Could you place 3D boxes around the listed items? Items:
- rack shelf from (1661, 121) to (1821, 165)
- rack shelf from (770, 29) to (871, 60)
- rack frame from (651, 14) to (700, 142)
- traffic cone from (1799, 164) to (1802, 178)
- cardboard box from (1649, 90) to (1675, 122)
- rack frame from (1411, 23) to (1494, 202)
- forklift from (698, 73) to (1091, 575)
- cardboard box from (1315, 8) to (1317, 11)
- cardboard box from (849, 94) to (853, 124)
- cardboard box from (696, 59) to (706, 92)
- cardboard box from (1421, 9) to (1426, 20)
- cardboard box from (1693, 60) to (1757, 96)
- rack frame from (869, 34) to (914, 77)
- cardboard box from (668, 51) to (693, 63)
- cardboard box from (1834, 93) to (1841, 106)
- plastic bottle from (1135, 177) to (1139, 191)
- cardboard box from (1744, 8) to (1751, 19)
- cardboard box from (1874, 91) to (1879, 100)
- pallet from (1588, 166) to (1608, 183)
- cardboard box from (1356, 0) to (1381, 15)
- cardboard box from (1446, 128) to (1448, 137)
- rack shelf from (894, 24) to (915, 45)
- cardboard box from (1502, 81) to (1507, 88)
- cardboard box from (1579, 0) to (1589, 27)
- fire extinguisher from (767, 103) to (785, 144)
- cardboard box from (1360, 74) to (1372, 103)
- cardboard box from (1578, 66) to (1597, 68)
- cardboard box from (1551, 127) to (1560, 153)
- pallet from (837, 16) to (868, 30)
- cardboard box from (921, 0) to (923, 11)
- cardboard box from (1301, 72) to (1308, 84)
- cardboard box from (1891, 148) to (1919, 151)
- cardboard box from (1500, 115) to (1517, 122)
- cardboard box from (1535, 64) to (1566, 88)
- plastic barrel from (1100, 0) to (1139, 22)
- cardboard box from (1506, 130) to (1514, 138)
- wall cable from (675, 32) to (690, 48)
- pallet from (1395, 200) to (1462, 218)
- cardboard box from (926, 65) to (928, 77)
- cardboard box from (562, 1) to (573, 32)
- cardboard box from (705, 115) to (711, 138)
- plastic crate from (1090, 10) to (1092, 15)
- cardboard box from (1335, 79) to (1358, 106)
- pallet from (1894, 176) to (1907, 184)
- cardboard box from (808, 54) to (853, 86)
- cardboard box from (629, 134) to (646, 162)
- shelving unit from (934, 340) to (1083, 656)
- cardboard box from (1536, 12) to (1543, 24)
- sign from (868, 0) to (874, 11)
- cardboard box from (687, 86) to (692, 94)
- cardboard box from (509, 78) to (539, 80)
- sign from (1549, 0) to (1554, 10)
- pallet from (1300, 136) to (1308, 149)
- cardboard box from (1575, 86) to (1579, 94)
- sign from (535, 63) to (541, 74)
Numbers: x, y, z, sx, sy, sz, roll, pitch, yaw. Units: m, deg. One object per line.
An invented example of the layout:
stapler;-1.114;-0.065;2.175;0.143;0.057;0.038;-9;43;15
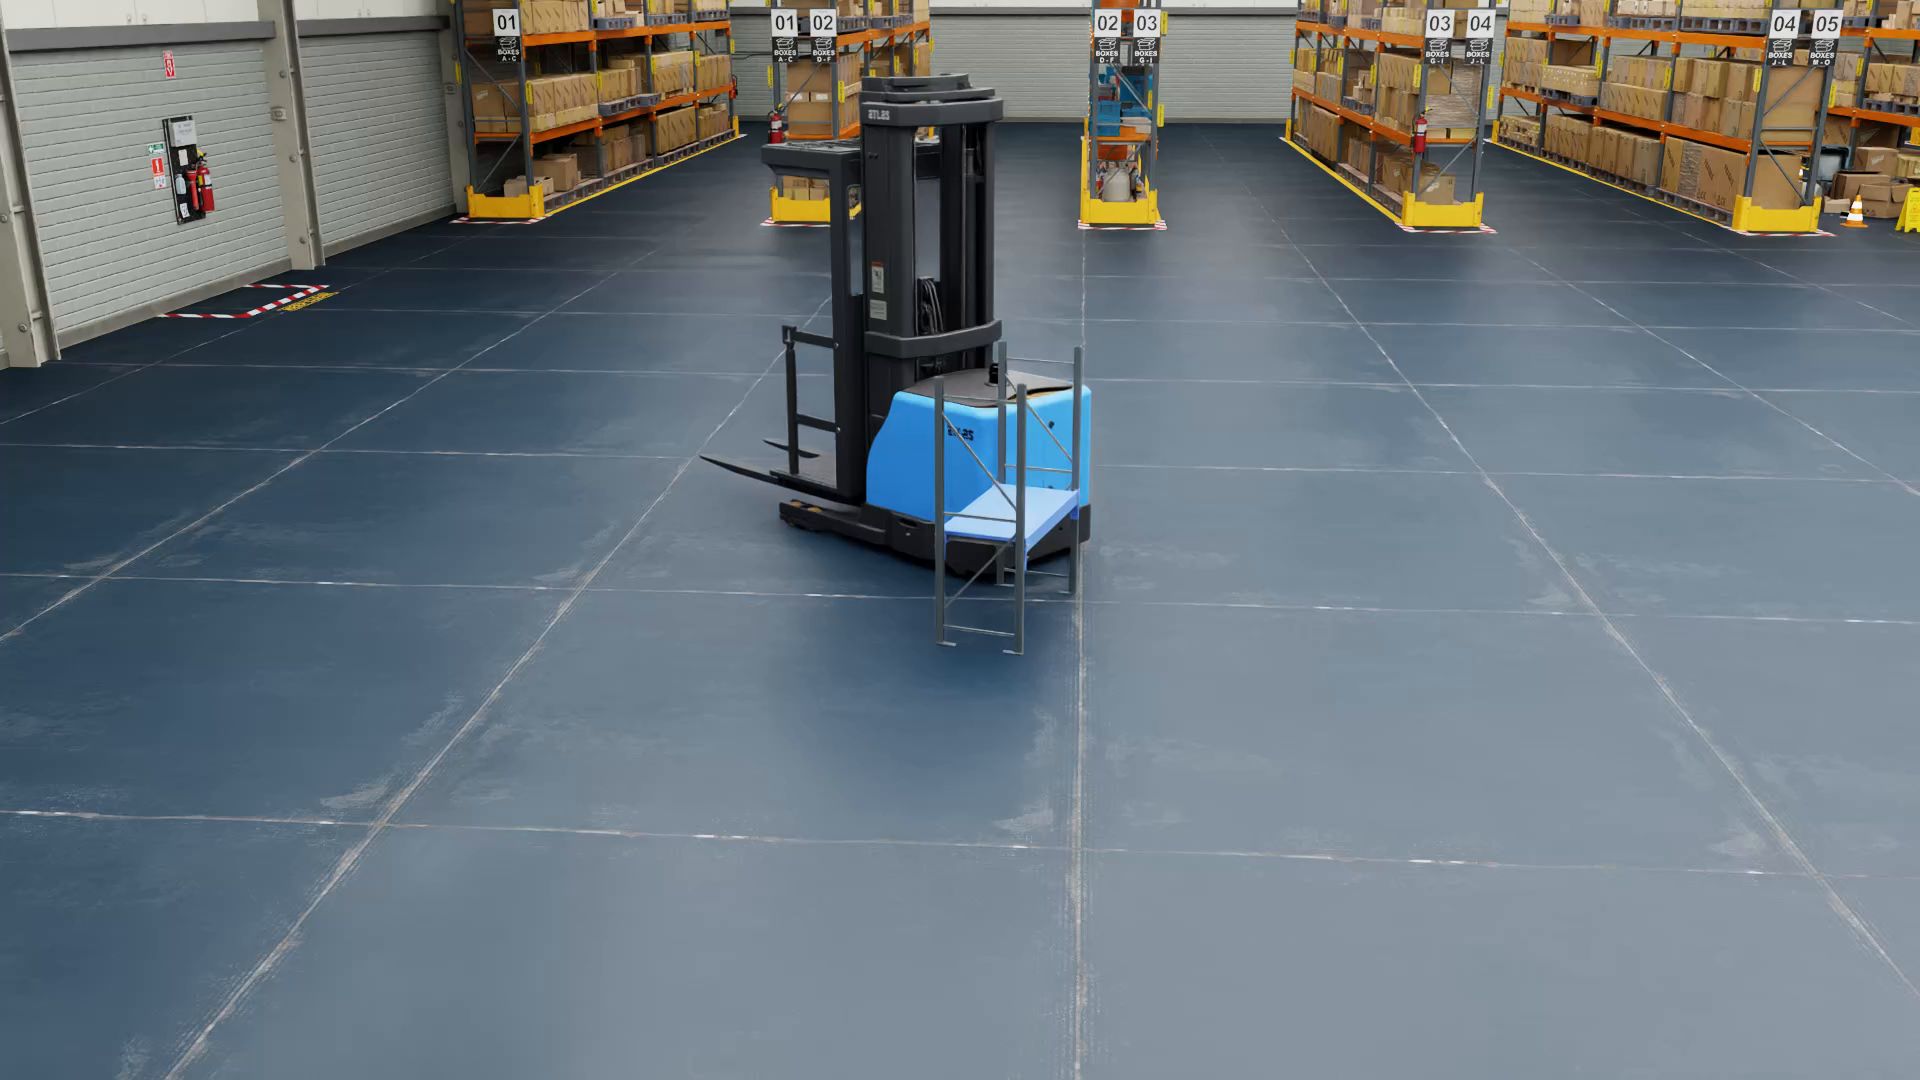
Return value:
rack shelf;12.565;-6.449;26.941;1.077;0.370;4.000;1;18;4
rack shelf;-2.256;-8.238;27.586;1.077;0.370;4.000;1;18;4
rack frame;-6.480;-10.370;37.754;1.000;3.000;0.127;1;18;4
traffic cone;15.368;-6.656;30.492;0.336;0.463;0.334;1;18;4
cardboard box;12.479;-7.627;29.222;0.500;0.500;0.500;1;18;4
rack frame;7.481;-6.311;25.367;1.000;3.000;0.127;1;18;4
forklift;-0.576;-1.549;10.944;3.031;2.935;1.130;16;24;41
cardboard box;8.381;-12.170;37.433;0.700;0.500;0.500;2;18;7
cardboard box;-2.209;-7.366;28.425;0.700;0.500;0.500;2;18;5
cardboard box;-6.425;-10.681;38.220;0.980;0.700;0.700;2;18;5
cardboard box;7.190;-7.948;25.146;0.380;0.149;0.250;1;18;4
cardboard box;12.548;-7.544;27.154;0.875;0.550;0.550;1;18;4
rack frame;-1.539;-10.261;37.420;1.000;3.000;0.127;1;18;4
cardboard box;-6.259;-10.774;37.112;0.500;0.250;0.500;2;18;5
cardboard box;17.737;-8.825;33.281;0.500;0.250;0.500;2;18;5
plastic bottle;3.006;-5.997;28.083;0.097;0.271;0.097;0;18;0
cardboard box;12.144;-7.991;25.245;0.380;0.149;0.250;2;18;5
cardboard box;17.677;-8.471;31.688;0.380;0.149;0.250;0;18;1
pallet;12.863;-7.086;32.208;1.003;0.211;1.213;1;18;4
cardboard box;7.695;-10.053;31.004;0.500;0.500;0.500;1;18;2
cardboard box;7.777;-6.352;25.896;0.380;0.149;0.250;1;18;4
rack shelf;-1.682;-10.723;35.169;1.077;0.370;4.000;1;18;4
cardboard box;13.218;-10.926;39.854;0.380;0.149;0.250;1;18;3
cardboard box;12.845;-10.621;33.541;0.500;0.500;0.500;1;18;4
fire extinguisher;-2.871;-6.471;25.977;0.296;0.674;0.183;1;18;4
cardboard box;7.800;-8.343;30.727;0.797;0.503;0.637;3;18;10
cardboard box;13.429;-10.047;35.540;0.380;0.149;0.250;1;18;2
cardboard box;12.928;-8.520;35.448;0.500;0.500;0.500;2;18;6
pallet;-2.148;-8.894;28.574;1.003;0.211;1.213;1;18;4
cardboard box;-1.139;-12.464;38.763;0.500;0.250;0.500;1;18;4
cardboard box;8.222;-10.728;38.609;0.500;0.250;0.500;1;18;3
cardboard box;17.889;-7.350;32.084;0.950;0.372;0.625;0;18;0
cardboard box;13.192;-10.111;39.912;0.380;0.149;0.250;0;18;1
cardboard box;13.034;-10.242;36.724;0.500;0.500;0.500;1;18;4
plastic barrel;2.449;-8.405;25.575;0.600;0.830;0.708;1;18;4
cardboard box;13.136;-9.590;39.278;0.380;0.149;0.250;2;18;5
wall cable;-7.045;-12.514;42.665;0.084;1.984;1.851;1;18;4
pallet;7.580;-5.261;26.641;1.003;0.211;1.213;1;18;4
cardboard box;-1.047;-11.244;40.261;0.500;0.500;0.500;1;18;4
cardboard box;-6.894;-8.876;28.184;0.500;0.500;0.500;1;18;2
cardboard box;-6.285;-9.768;39.255;0.700;0.500;0.500;1;18;3
plastic crate;3.221;-12.079;38.342;0.437;0.282;0.530;1;18;4
cardboard box;7.843;-9.002;33.419;0.500;0.500;0.500;2;18;6
pallet;17.792;-6.629;30.815;1.003;0.211;1.213;1;18;4
cardboard box;-2.210;-7.990;28.245;0.700;0.500;0.500;1;18;4
cardboard box;-6.767;-7.924;33.597;0.700;0.500;0.500;2;18;5
shelving unit;0.283;-0.265;9.323;0.538;1.500;1.048;7;19;19
cardboard box;13.095;-11.564;36.820;0.500;0.250;0.500;1;18;4
sign;-1.559;-9.473;29.241;0.100;0.325;0.005;1;18;4
cardboard box;-6.217;-10.070;37.209;0.380;0.149;0.250;2;18;5
cardboard box;-7.404;-7.562;28.188;0.500;0.500;0.500;2;18;5
sign;12.740;-11.577;35.790;0.100;0.325;0.005;1;18;4
pallet;8.559;-9.328;39.051;1.003;0.211;1.213;1;18;4
cardboard box;12.609;-9.055;33.468;0.380;0.149;0.250;2;18;5
sign;-7.608;-8.447;30.025;0.100;0.325;0.005;1;18;4
